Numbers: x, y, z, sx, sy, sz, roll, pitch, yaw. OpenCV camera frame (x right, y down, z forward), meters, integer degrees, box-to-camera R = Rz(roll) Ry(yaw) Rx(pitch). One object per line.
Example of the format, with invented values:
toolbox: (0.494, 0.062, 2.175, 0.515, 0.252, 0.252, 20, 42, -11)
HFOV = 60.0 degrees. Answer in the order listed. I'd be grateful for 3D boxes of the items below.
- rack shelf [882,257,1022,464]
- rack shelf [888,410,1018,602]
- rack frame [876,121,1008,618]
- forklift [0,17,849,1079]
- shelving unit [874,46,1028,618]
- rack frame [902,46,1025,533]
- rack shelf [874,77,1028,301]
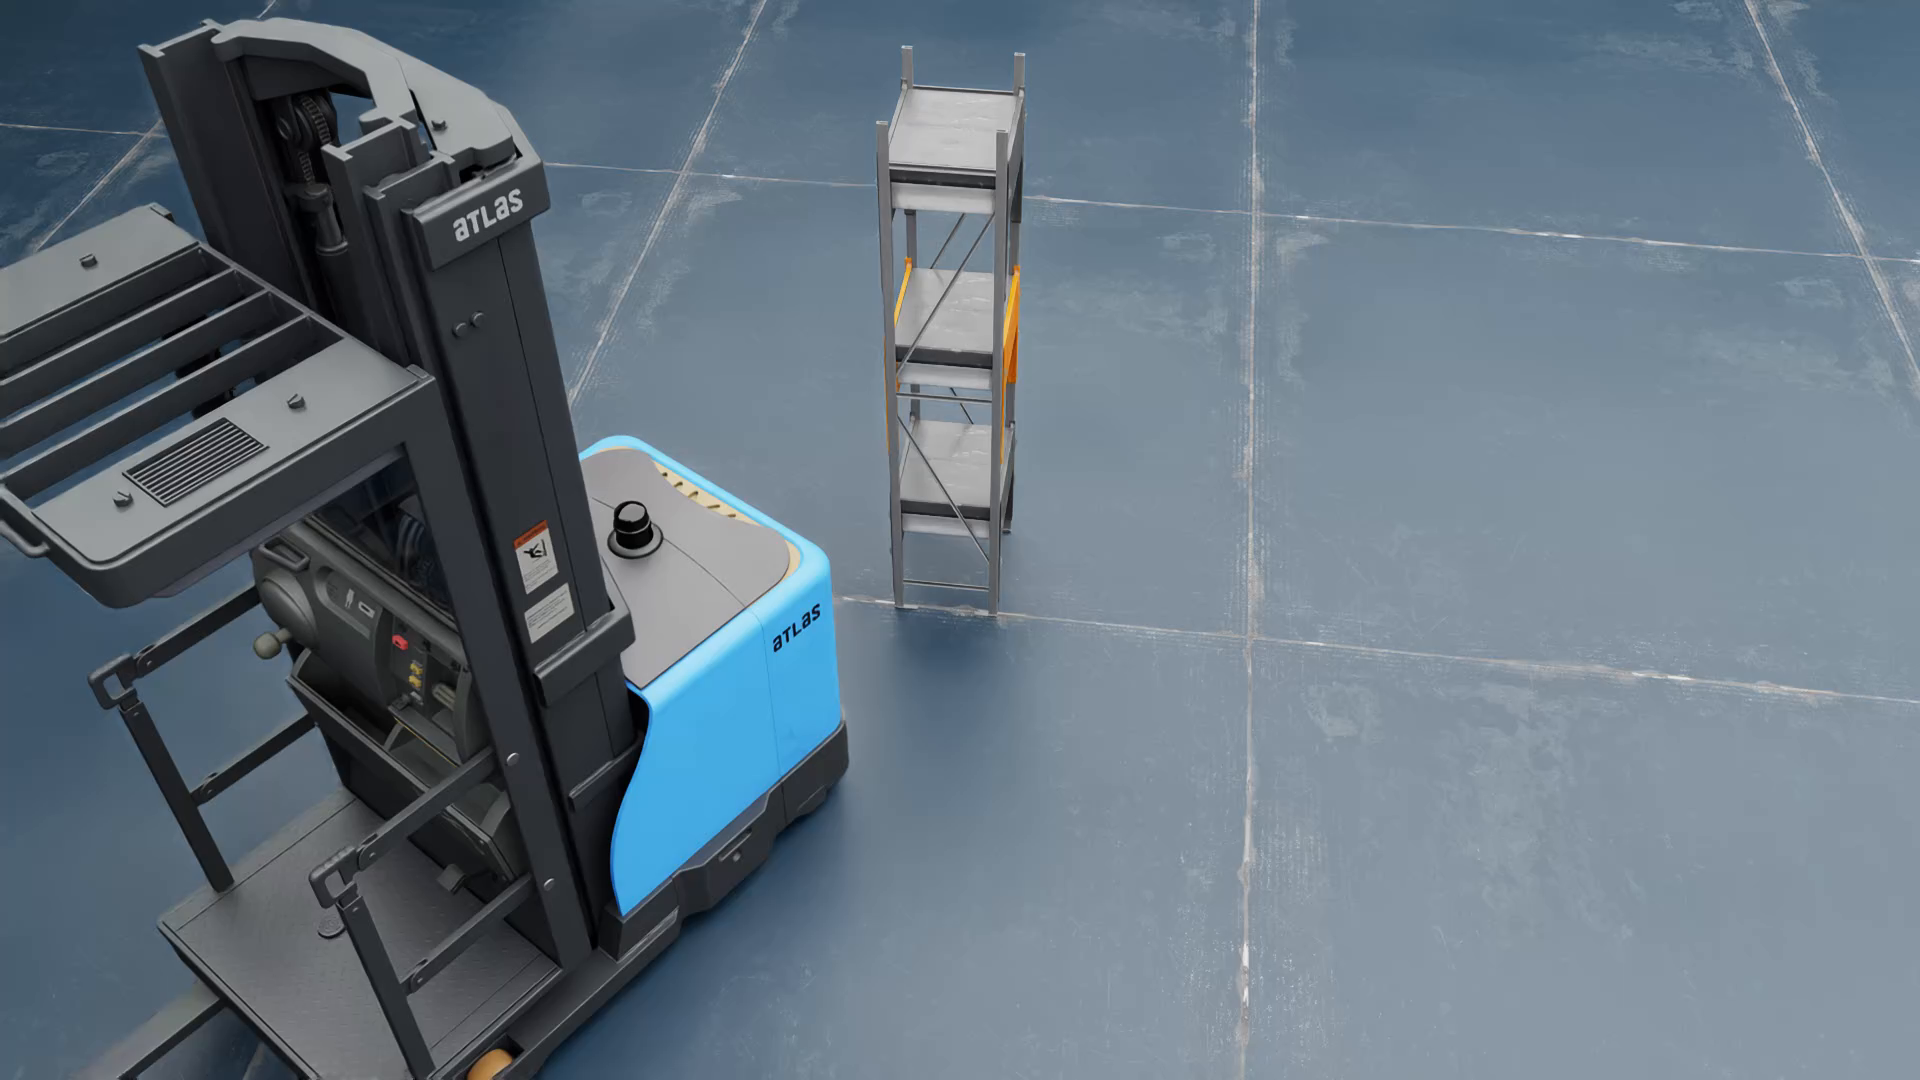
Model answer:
rack shelf: (-0.022, -0.640, 5.918, 0.431, 0.518, 0.480, 5, 44, 6)
rack shelf: (-0.022, -0.131, 6.400, 0.431, 0.518, 0.480, 5, 44, 6)
rack frame: (-0.054, -0.483, 5.733, 0.400, 2.100, 0.015, 5, 44, 6)
forklift: (-1.713, 0.331, 4.269, 1.130, 2.935, 3.031, 30, 51, 27)
shelving unit: (-0.022, -0.650, 5.909, 0.431, 2.100, 0.503, 5, 44, 6)
rack frame: (0.010, -0.816, 6.085, 0.400, 2.100, 0.015, 5, 44, 6)
rack shelf: (-0.022, -1.148, 5.437, 0.431, 0.518, 0.480, 5, 44, 6)
